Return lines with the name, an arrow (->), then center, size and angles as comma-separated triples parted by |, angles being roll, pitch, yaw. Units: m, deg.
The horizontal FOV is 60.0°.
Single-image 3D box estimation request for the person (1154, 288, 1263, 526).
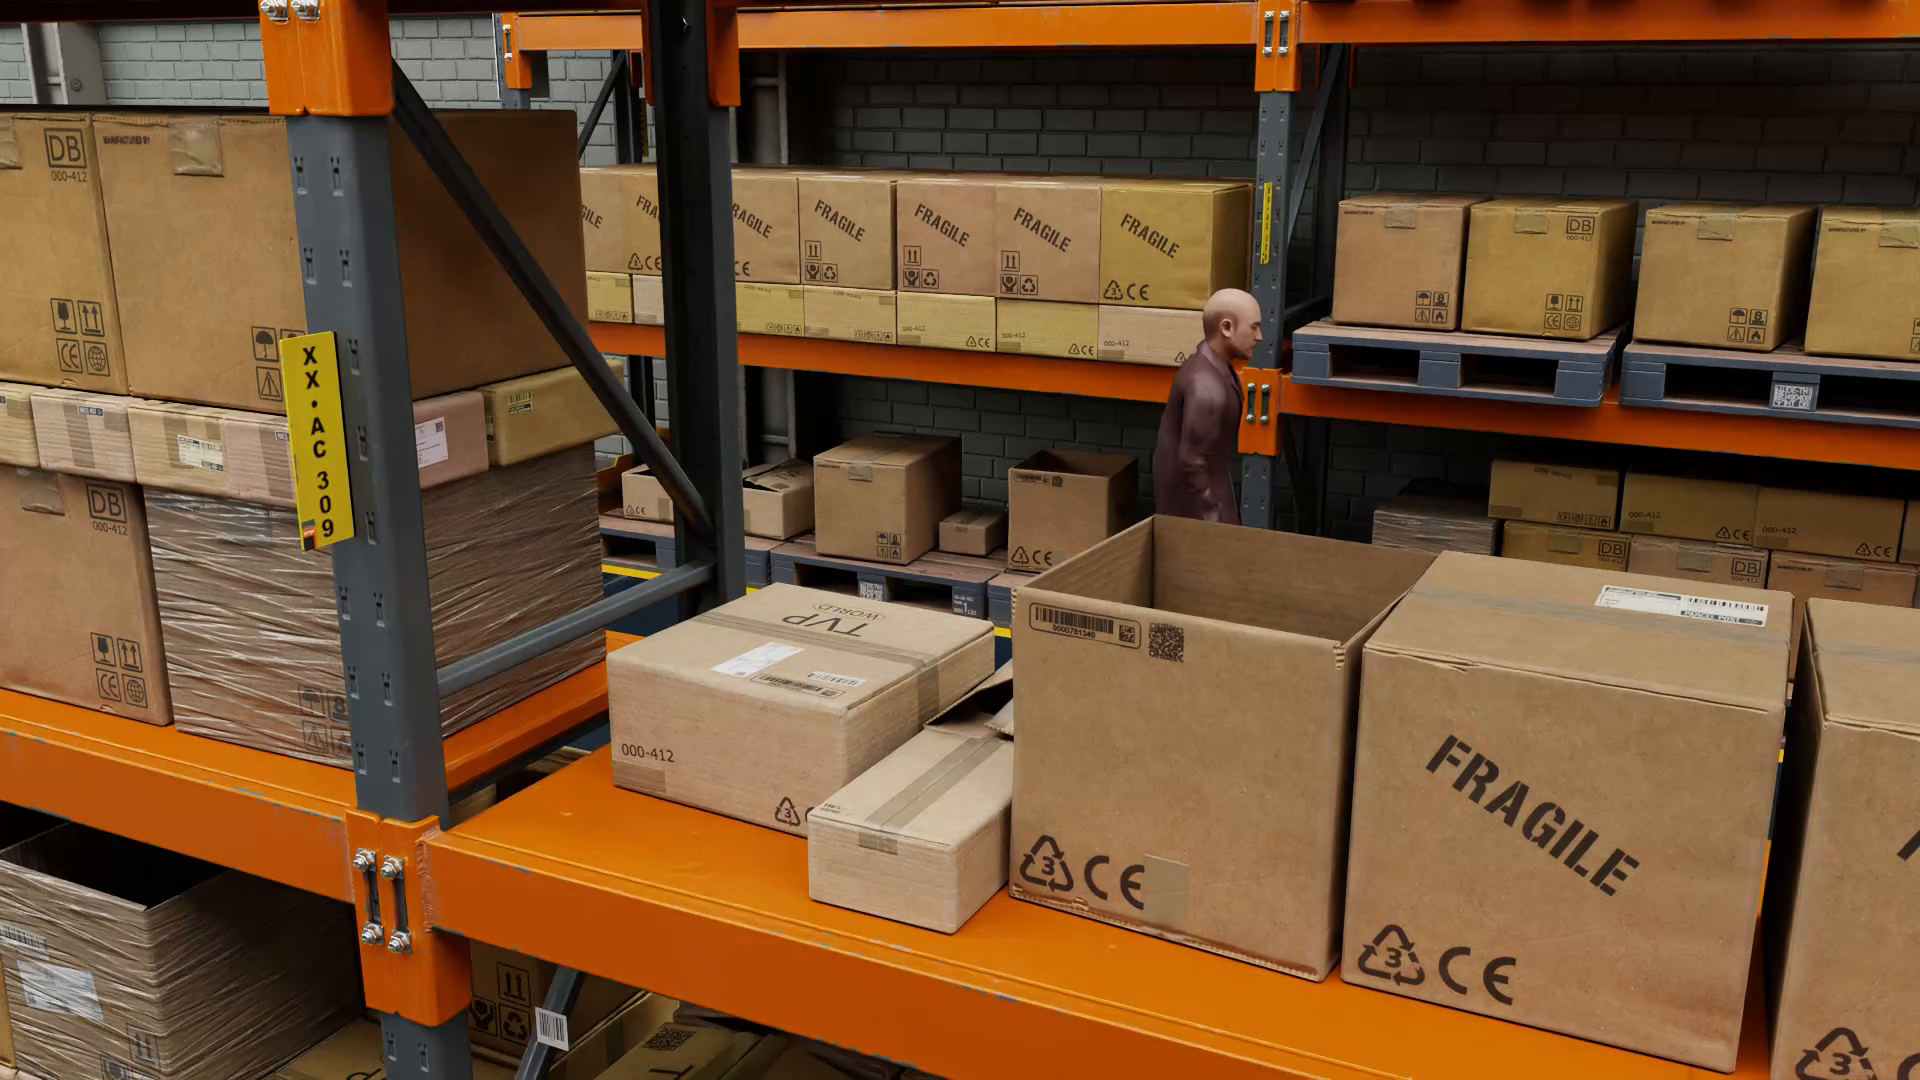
person -> 0.934, -0.051, 6.237 | 0.423, 1.774, 0.642 | 3, 16, 12
